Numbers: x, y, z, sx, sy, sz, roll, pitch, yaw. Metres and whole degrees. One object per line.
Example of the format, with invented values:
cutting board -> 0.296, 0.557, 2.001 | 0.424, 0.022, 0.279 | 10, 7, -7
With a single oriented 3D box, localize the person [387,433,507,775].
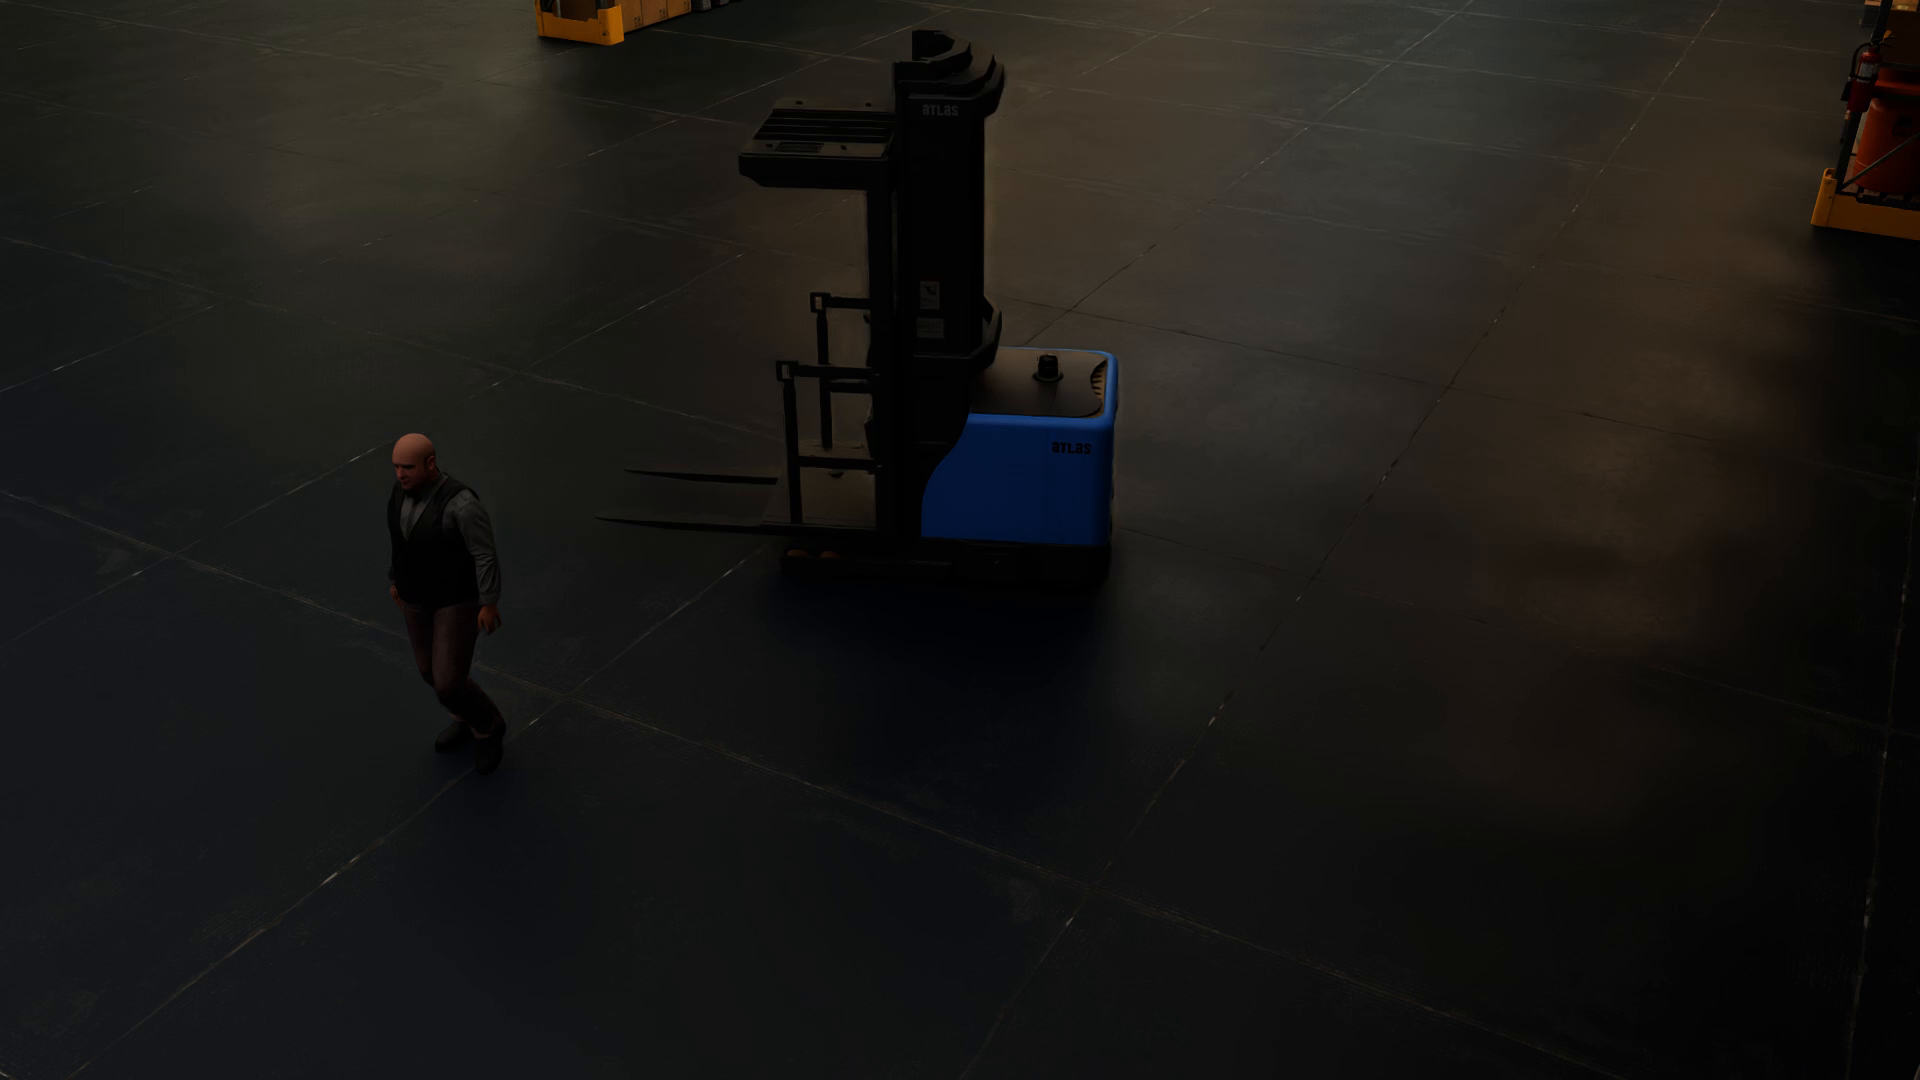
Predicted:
person -> -2.455, 0.303, 7.796 | 0.645, 1.724, 0.494 | 14, 33, 23

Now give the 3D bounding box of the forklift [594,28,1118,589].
forklift -> -0.614, -1.296, 9.315 | 3.031, 2.935, 1.130 | 3, 30, 5
